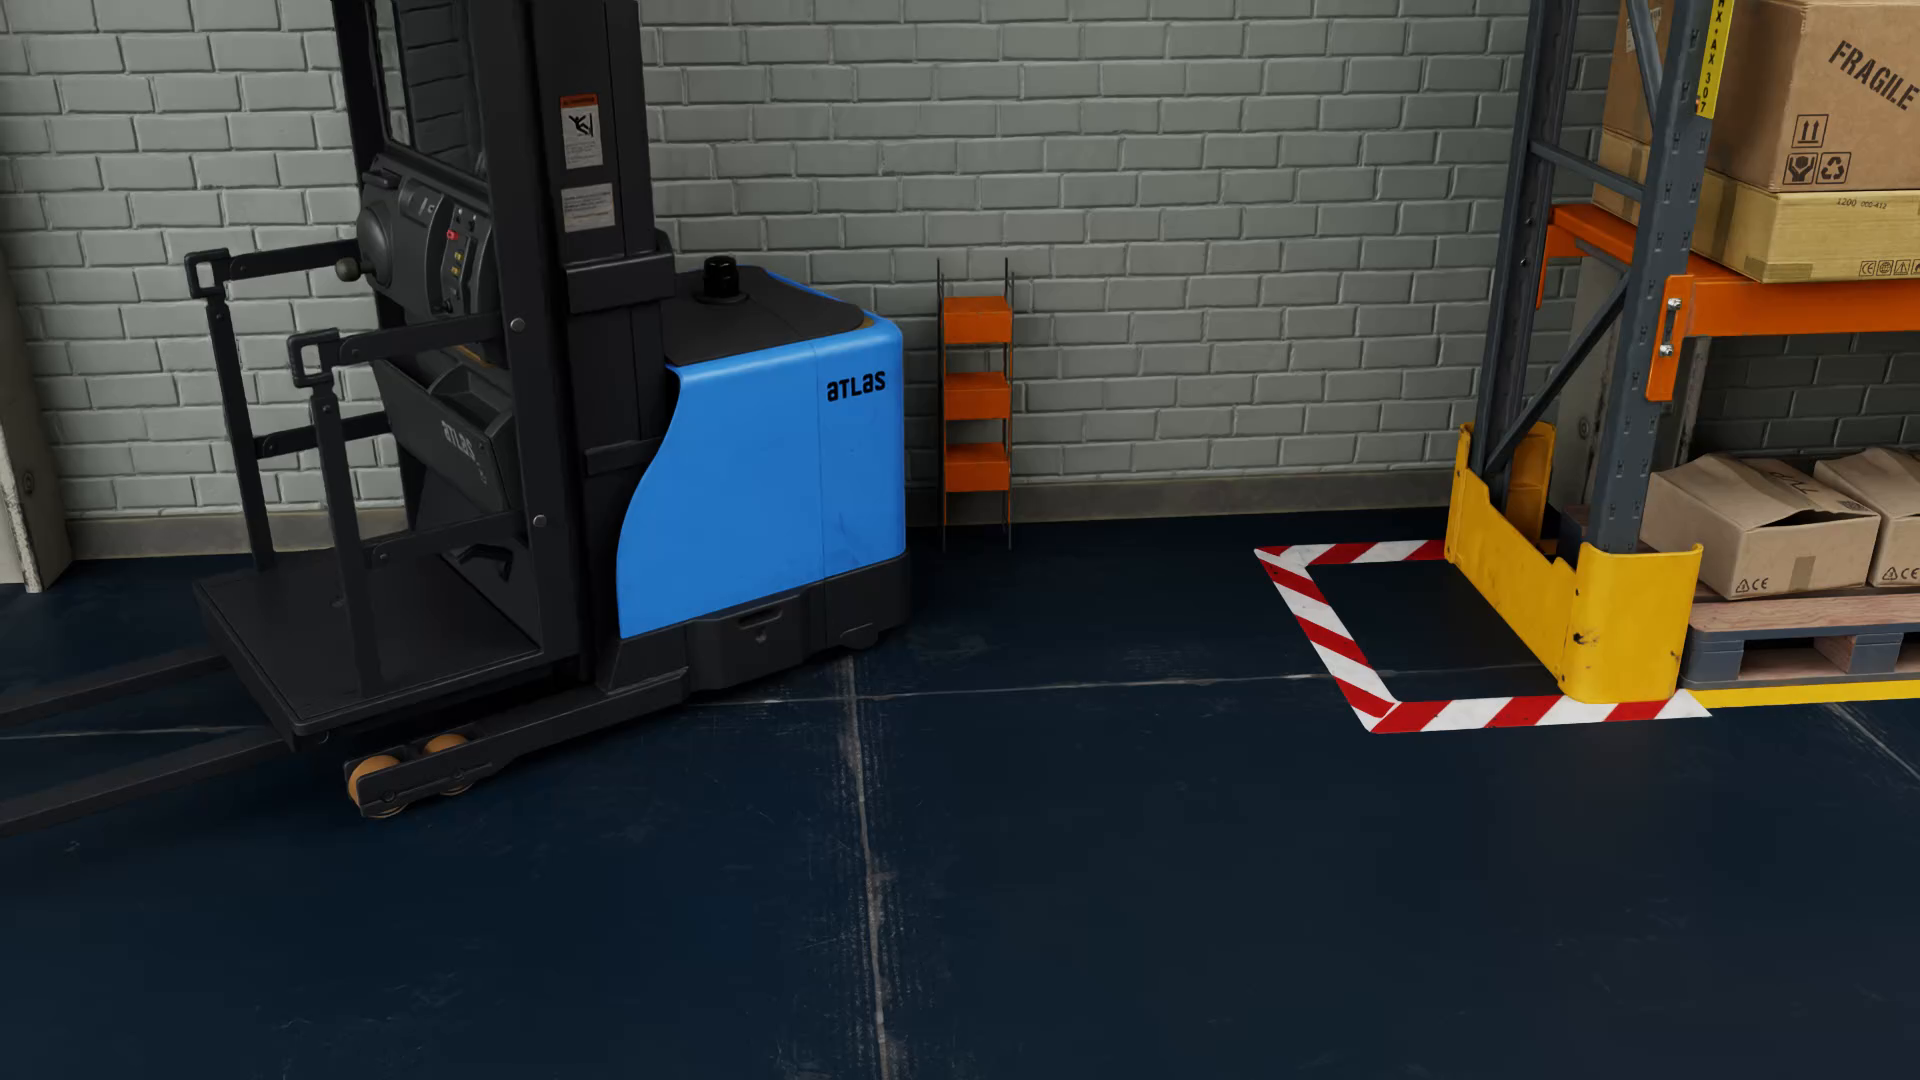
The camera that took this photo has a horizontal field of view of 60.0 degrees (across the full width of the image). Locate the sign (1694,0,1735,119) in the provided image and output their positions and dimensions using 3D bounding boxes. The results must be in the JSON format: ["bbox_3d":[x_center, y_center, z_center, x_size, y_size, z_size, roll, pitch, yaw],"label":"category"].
[{"bbox_3d":[1.982,-1.280,4.371,0.005,0.325,0.100,-2,24,-5],"label":"sign"}]

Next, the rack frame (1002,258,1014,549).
[{"bbox_3d":[0.175,-0.487,6.053,0.008,1.050,0.200,-2,24,-5],"label":"rack frame"}]

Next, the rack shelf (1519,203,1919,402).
[{"bbox_3d":[3.918,-0.855,5.366,4.000,0.370,1.077,-2,24,-5],"label":"rack shelf"}]

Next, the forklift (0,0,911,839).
[{"bbox_3d":[-1.649,-0.824,4.494,3.031,2.935,1.130,-17,29,-33],"label":"forklift"}]

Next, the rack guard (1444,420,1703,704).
[{"bbox_3d":[2.004,0.036,5.554,0.348,0.500,1.175,-2,24,-5],"label":"rack guard"}]

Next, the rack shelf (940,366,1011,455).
[{"bbox_3d":[0.053,-0.472,6.046,0.240,0.259,0.215,-2,24,-5],"label":"rack shelf"}]

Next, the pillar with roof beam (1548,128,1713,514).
[{"bbox_3d":[2.963,-2.482,0.756,0.400,9.000,9.100,-2,24,-5],"label":"pillar with roof beam"}]

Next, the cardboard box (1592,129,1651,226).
[{"bbox_3d":[2.374,-1.141,5.284,0.500,0.250,0.500,-2,24,-4],"label":"cardboard box"}]

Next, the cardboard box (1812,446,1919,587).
[{"bbox_3d":[3.193,-0.090,5.528,0.500,0.311,0.500,0,24,-1],"label":"cardboard box"}]

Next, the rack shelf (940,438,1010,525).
[{"bbox_3d":[0.053,-0.218,6.159,0.240,0.259,0.215,-2,24,-5],"label":"rack shelf"}]

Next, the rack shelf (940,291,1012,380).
[{"bbox_3d":[0.053,-0.732,5.931,0.240,0.259,0.215,-2,24,-5],"label":"rack shelf"}]

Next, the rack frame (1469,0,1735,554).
[{"bbox_3d":[1.928,-1.104,5.040,0.127,3.000,1.000,-2,24,-5],"label":"rack frame"}]

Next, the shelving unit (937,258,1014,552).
[{"bbox_3d":[0.053,-0.482,6.042,0.252,1.050,0.215,-2,24,-5],"label":"shelving unit"}]

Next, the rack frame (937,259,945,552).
[{"bbox_3d":[-0.068,-0.477,6.031,0.008,1.050,0.200,-2,24,-5],"label":"rack frame"}]

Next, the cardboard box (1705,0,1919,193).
[{"bbox_3d":[2.433,-1.284,4.683,0.500,0.500,0.500,-2,24,-5],"label":"cardboard box"}]

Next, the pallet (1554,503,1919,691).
[{"bbox_3d":[2.816,0.149,5.654,1.213,0.211,1.003,-2,24,-5],"label":"pallet"}]

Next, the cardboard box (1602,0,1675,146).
[{"bbox_3d":[2.376,-1.492,5.150,0.500,0.500,0.500,-3,24,-6],"label":"cardboard box"}]

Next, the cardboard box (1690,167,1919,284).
[{"bbox_3d":[2.445,-0.935,4.821,0.500,0.250,0.500,-3,24,-7],"label":"cardboard box"}]

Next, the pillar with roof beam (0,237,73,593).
[{"bbox_3d":[-3.008,-2.243,0.217,0.400,9.000,9.100,-2,24,-5],"label":"pillar with roof beam"}]

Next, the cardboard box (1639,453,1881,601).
[{"bbox_3d":[2.626,-0.067,5.477,0.500,0.311,0.500,-5,24,-11],"label":"cardboard box"}]
